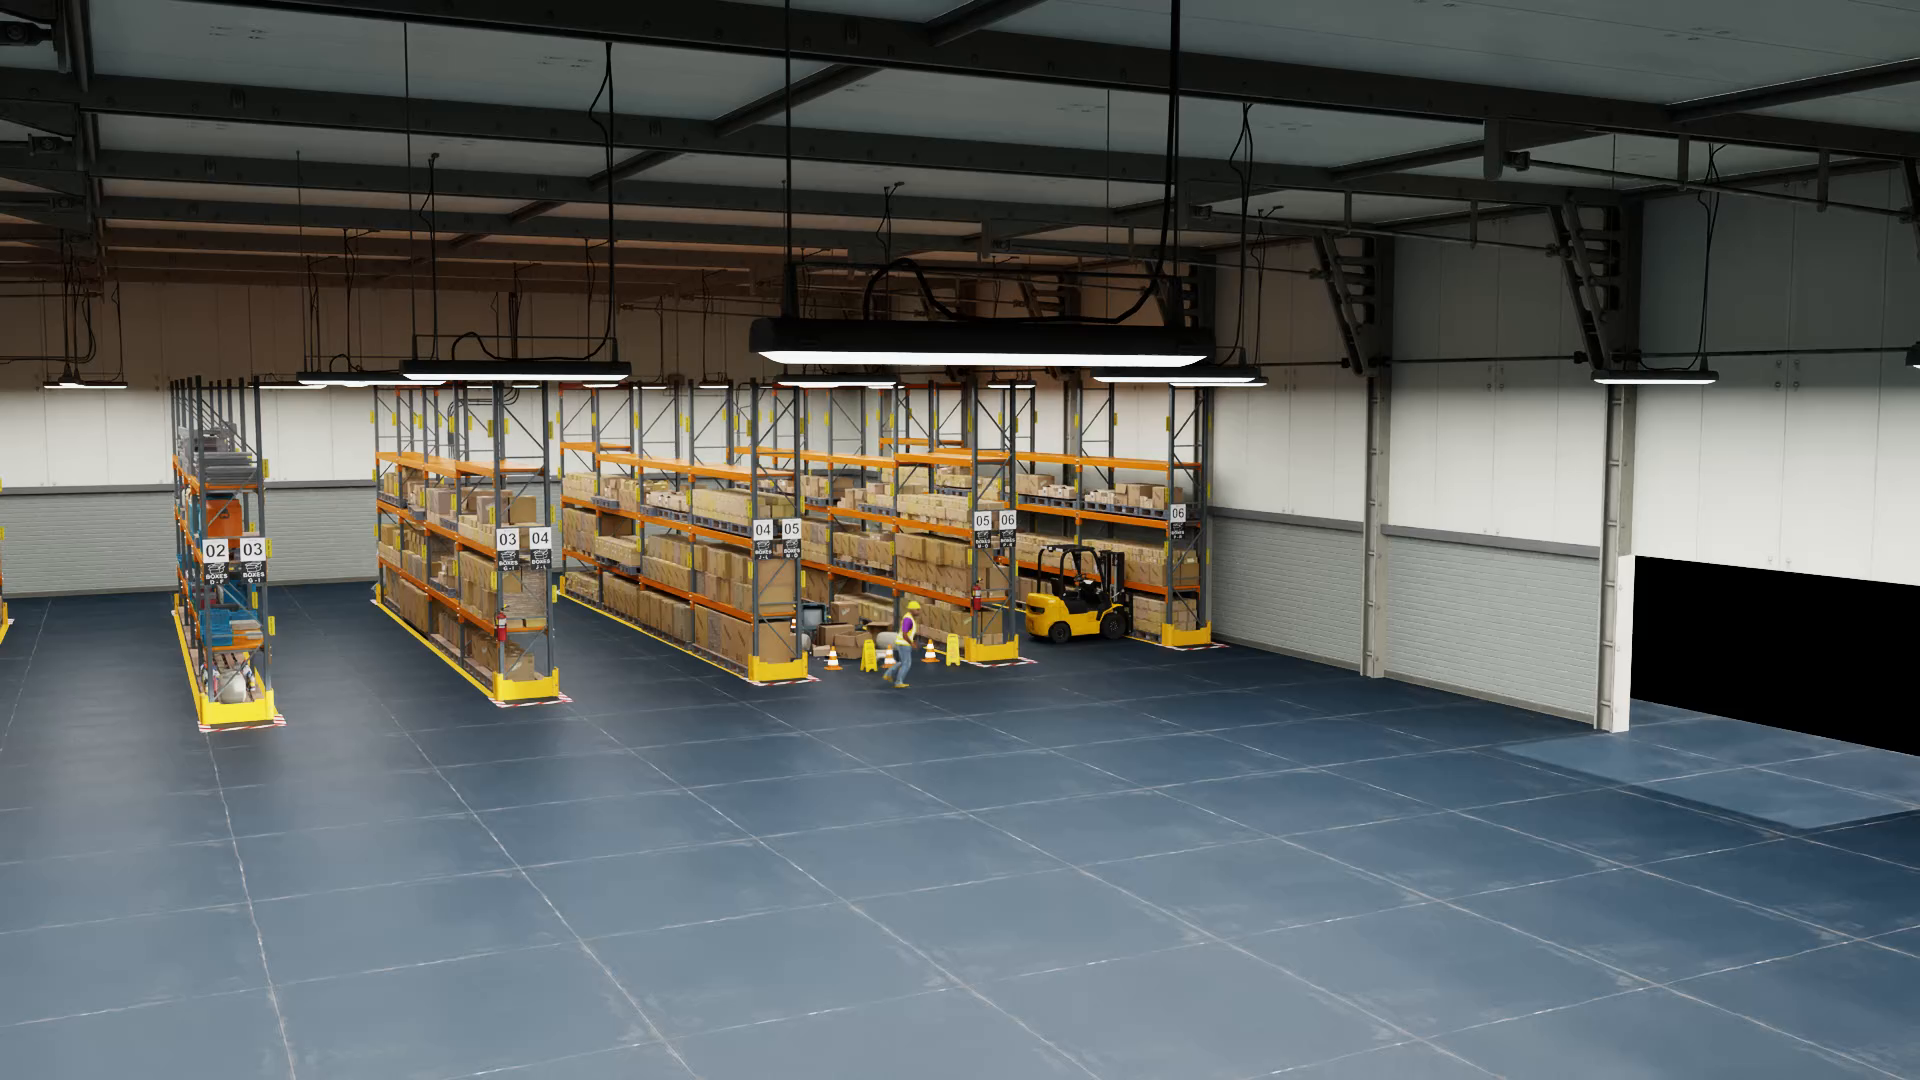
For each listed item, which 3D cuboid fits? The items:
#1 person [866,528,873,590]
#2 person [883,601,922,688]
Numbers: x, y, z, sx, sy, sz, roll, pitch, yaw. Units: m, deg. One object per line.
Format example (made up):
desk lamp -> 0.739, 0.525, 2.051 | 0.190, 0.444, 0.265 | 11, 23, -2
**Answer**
person -> -2.698, 0.480, 45.908 | 0.721, 1.784, 0.856 | -3, 6, -29
person -> -1.112, 2.022, 32.165 | 0.786, 1.695, 0.671 | 0, 5, 2
